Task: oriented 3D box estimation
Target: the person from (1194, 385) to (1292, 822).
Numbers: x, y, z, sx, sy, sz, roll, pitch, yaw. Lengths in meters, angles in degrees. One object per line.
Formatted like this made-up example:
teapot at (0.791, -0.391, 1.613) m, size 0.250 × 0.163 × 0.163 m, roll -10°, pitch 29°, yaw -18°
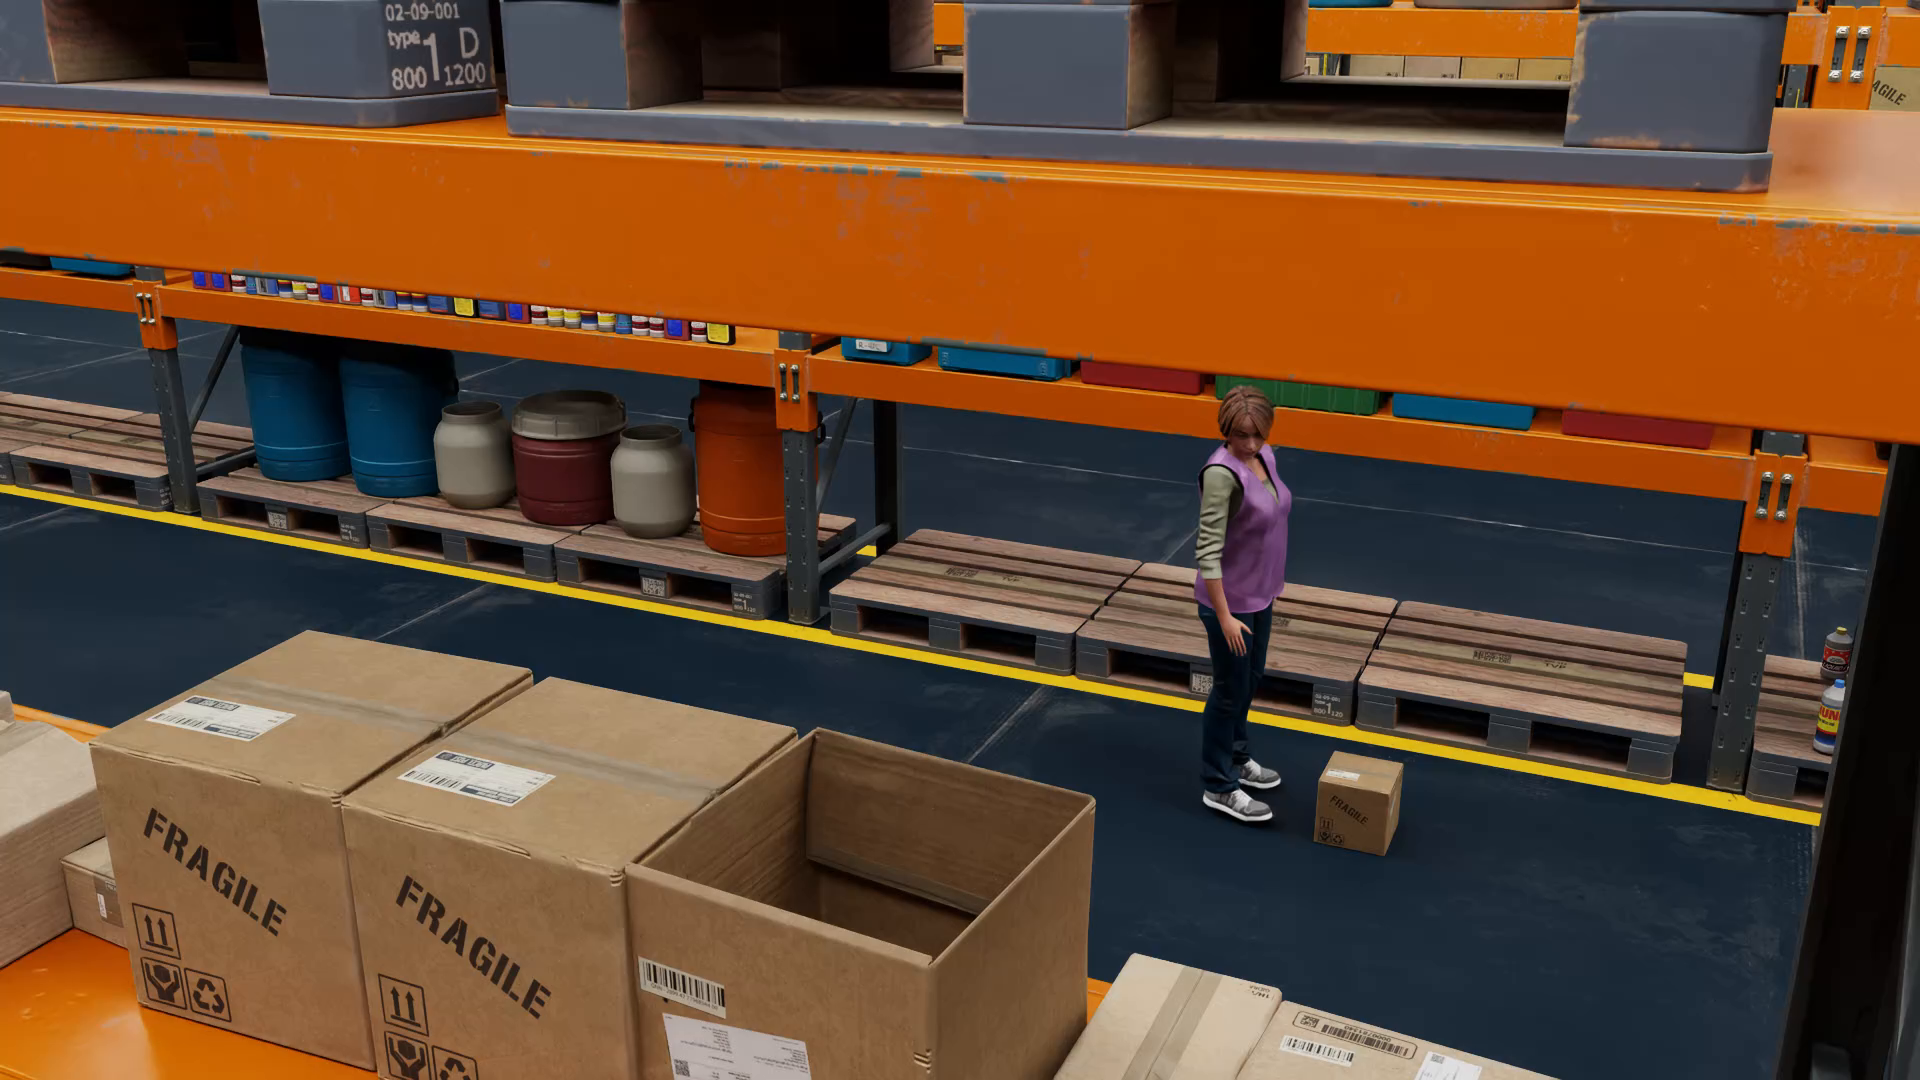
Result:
person at (1.006, 0.228, 5.884) m, size 0.348 × 1.614 × 0.547 m, roll 11°, pitch 22°, yaw 28°
